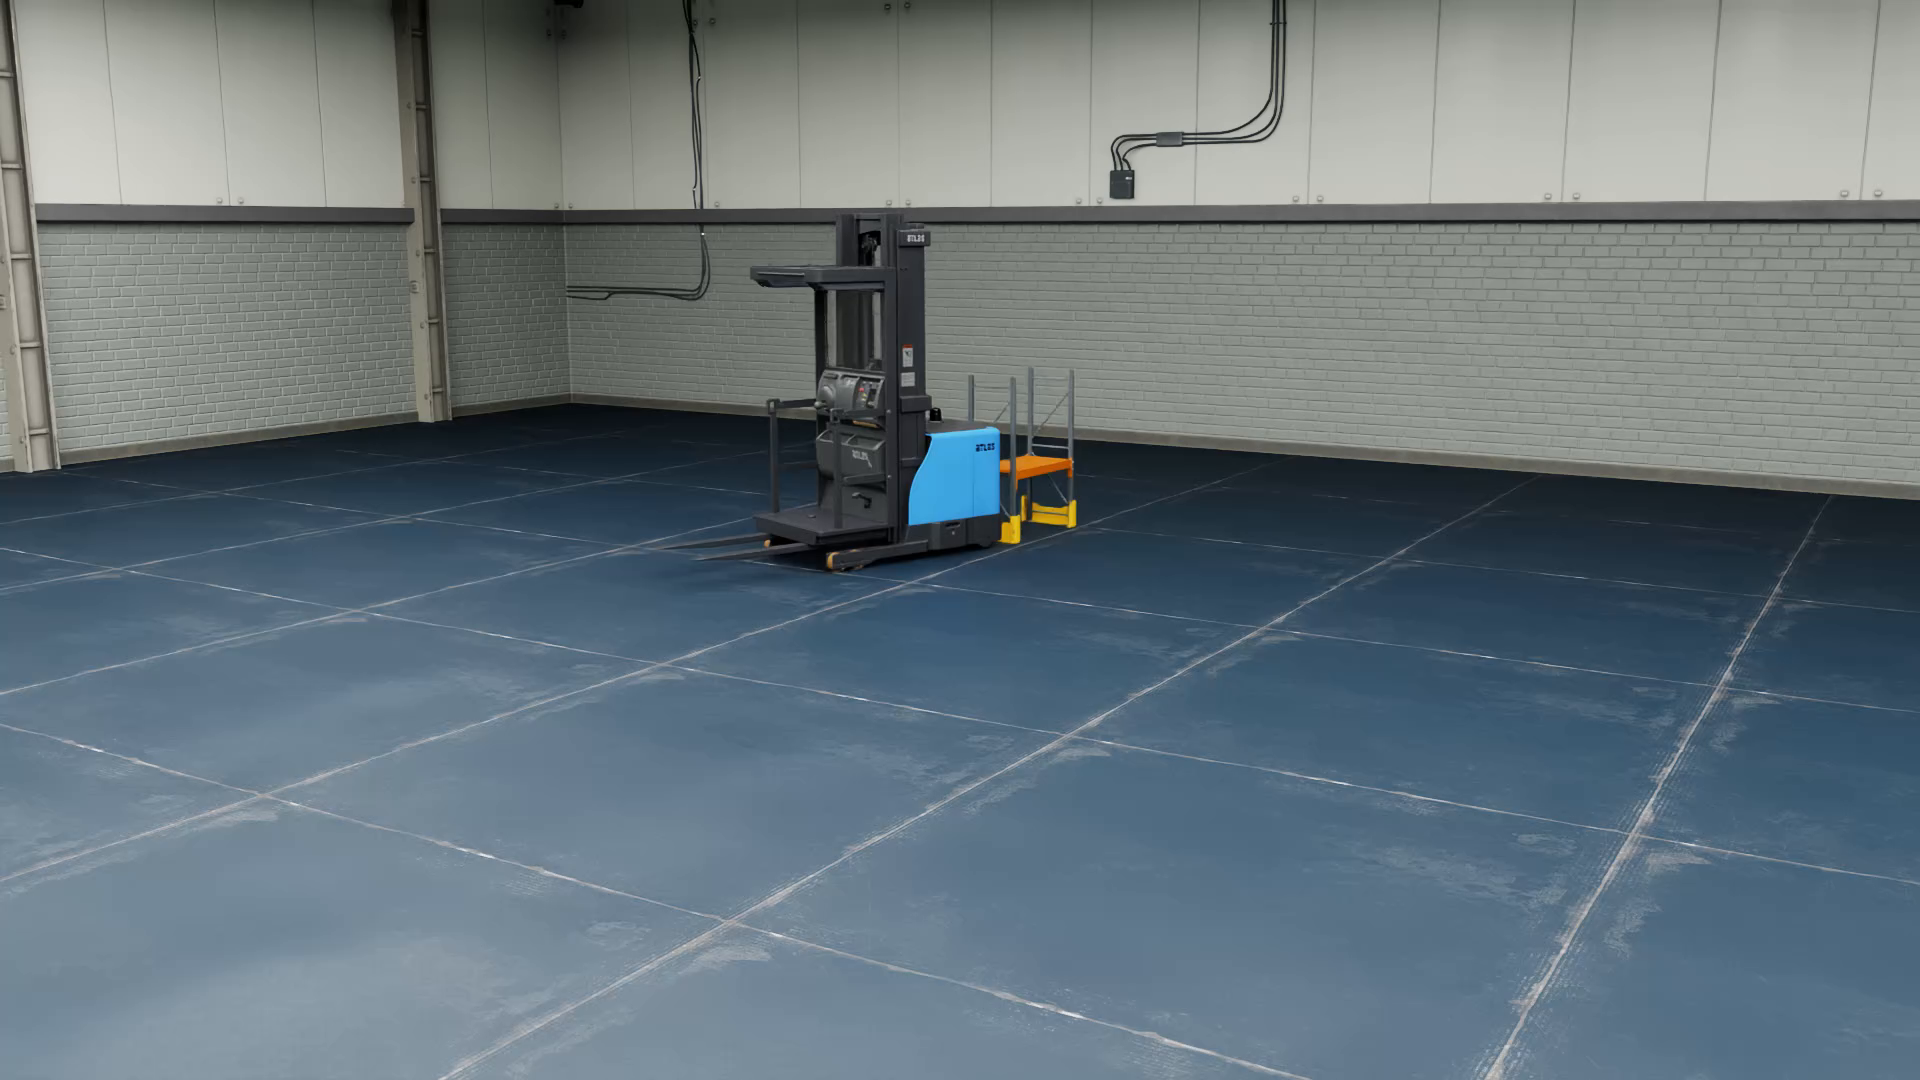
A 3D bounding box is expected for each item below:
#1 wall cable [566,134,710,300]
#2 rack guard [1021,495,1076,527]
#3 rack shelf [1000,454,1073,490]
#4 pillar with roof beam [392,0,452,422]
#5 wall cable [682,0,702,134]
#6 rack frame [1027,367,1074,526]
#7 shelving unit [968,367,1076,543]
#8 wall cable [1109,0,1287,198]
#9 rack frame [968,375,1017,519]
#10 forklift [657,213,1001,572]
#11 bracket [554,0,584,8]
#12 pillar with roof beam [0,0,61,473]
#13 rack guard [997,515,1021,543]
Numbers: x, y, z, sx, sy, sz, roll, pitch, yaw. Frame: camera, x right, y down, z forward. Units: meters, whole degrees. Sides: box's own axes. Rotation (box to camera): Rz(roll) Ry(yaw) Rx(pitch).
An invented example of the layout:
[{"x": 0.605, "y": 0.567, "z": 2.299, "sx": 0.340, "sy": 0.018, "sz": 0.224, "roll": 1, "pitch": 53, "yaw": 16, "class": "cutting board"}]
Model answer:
[{"x": -5.155, "y": -5.012, "z": 26.004, "sx": 3.097, "sy": 2.526, "sz": 0.112, "roll": 6, "pitch": 12, "yaw": 31, "class": "wall cable"}, {"x": 0.855, "y": -0.279, "z": 16.061, "sx": 0.587, "sy": 0.250, "sz": 0.087, "roll": 7, "pitch": 13, "yaw": 34, "class": "rack guard"}, {"x": 0.579, "y": -0.642, "z": 15.582, "sx": 0.538, "sy": 0.185, "sz": 1.000, "roll": 7, "pitch": 13, "yaw": 34, "class": "rack shelf"}, {"x": -4.135, "y": -5.790, "z": 21.721, "sx": 9.100, "sy": 9.000, "sz": 0.548, "roll": 6, "pitch": 12, "yaw": 31, "class": "pillar with roof beam"}, {"x": -2.843, "y": -7.236, "z": 24.159, "sx": 3.097, "sy": 2.526, "sz": 0.112, "roll": 6, "pitch": 12, "yaw": 31, "class": "wall cable"}, {"x": 0.866, "y": -0.896, "z": 15.961, "sx": 0.500, "sy": 1.500, "sz": 0.032, "roll": 7, "pitch": 13, "yaw": 34, "class": "rack frame"}, {"x": 0.574, "y": -0.818, "z": 15.542, "sx": 0.587, "sy": 1.500, "sz": 1.083, "roll": 7, "pitch": 13, "yaw": 34, "class": "shelving unit"}, {"x": 2.951, "y": -7.300, "z": 20.547, "sx": 2.305, "sy": 6.003, "sz": 0.169, "roll": 6, "pitch": 12, "yaw": 31, "class": "wall cable"}, {"x": 0.291, "y": -0.742, "z": 15.137, "sx": 0.500, "sy": 1.500, "sz": 0.032, "roll": 7, "pitch": 13, "yaw": 34, "class": "rack frame"}, {"x": -1.105, "y": -1.283, "z": 14.139, "sx": 3.031, "sy": 2.935, "sz": 1.130, "roll": -8, "pitch": 13, "yaw": -37, "class": "forklift"}, {"x": -6.065, "y": -8.374, "z": 25.745, "sx": 0.235, "sy": 0.232, "sz": 0.430, "roll": 6, "pitch": 12, "yaw": 31, "class": "bracket"}, {"x": -7.250, "y": -4.846, "z": 16.681, "sx": 9.100, "sy": 9.000, "sz": 0.400, "roll": 6, "pitch": 12, "yaw": 31, "class": "pillar with roof beam"}, {"x": 0.292, "y": -0.128, "z": 15.253, "sx": 0.587, "sy": 0.250, "sz": 0.087, "roll": 7, "pitch": 13, "yaw": 34, "class": "rack guard"}]
